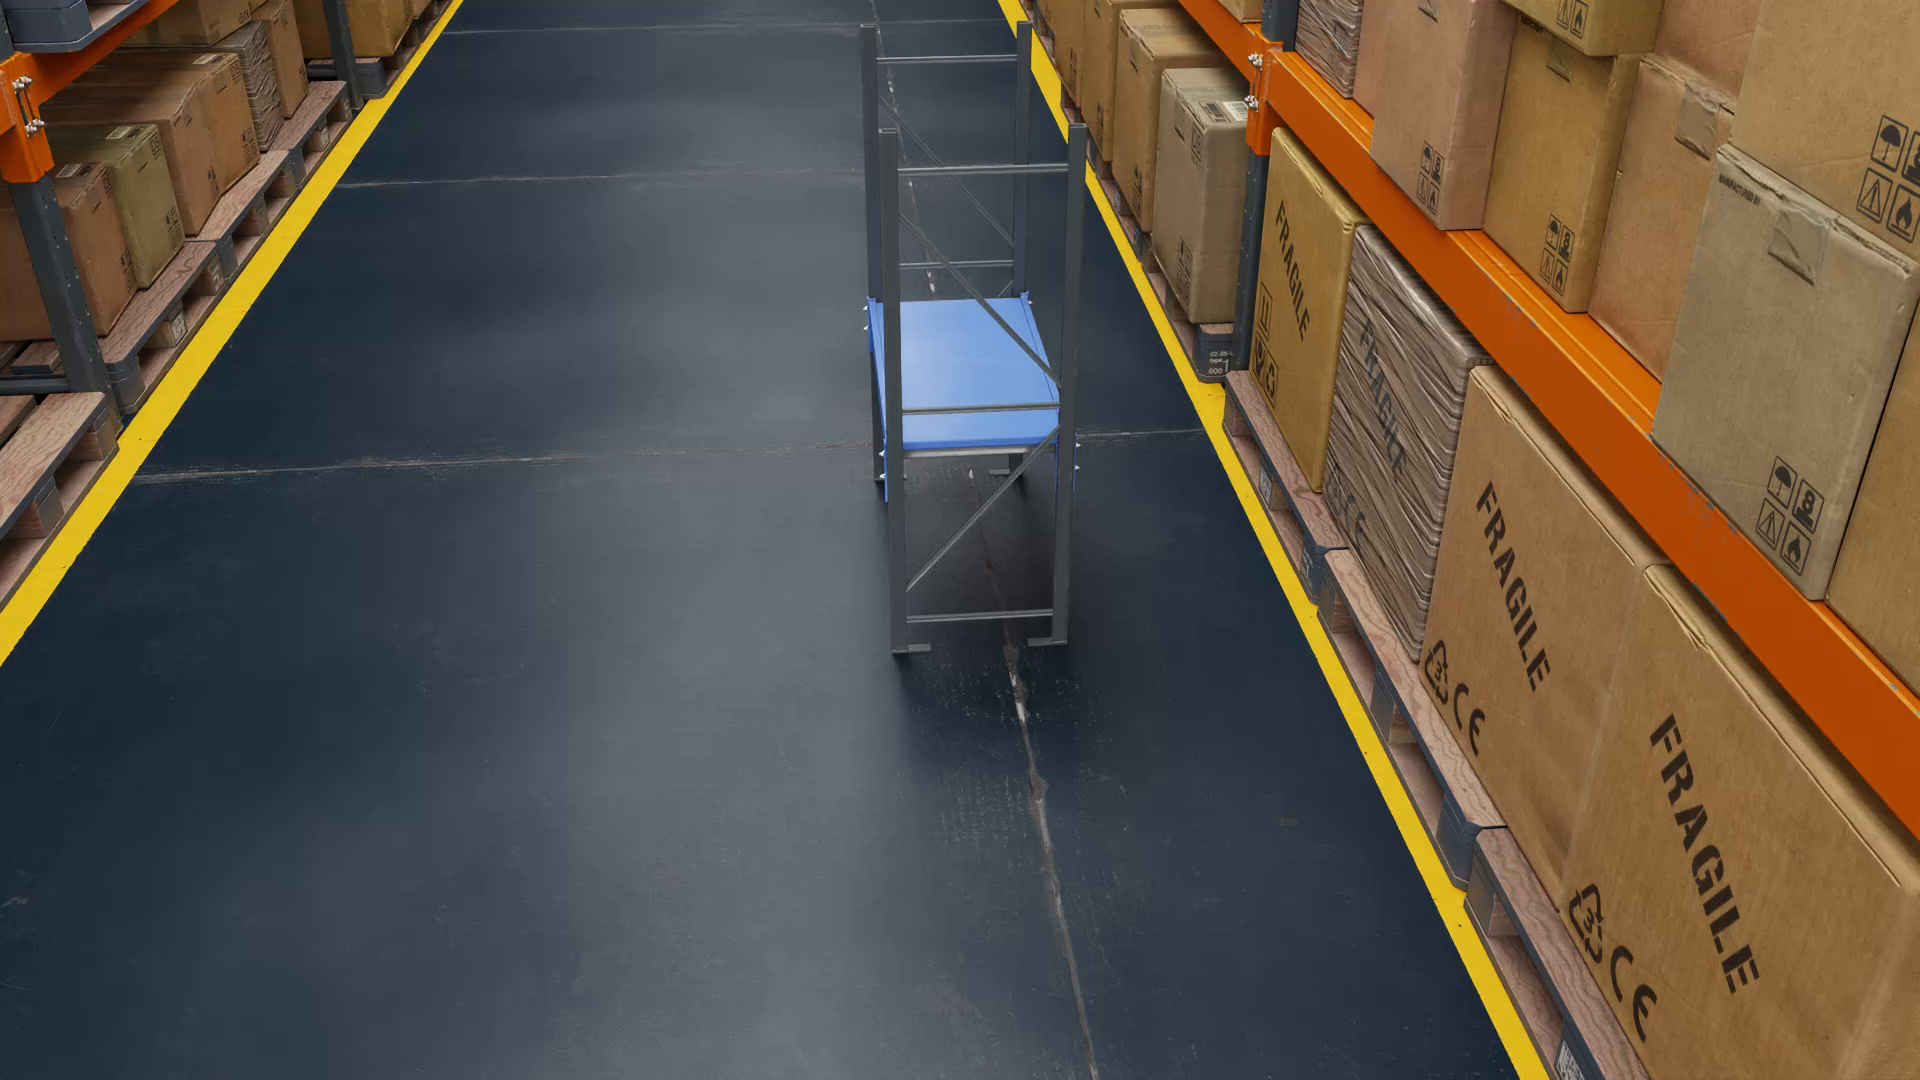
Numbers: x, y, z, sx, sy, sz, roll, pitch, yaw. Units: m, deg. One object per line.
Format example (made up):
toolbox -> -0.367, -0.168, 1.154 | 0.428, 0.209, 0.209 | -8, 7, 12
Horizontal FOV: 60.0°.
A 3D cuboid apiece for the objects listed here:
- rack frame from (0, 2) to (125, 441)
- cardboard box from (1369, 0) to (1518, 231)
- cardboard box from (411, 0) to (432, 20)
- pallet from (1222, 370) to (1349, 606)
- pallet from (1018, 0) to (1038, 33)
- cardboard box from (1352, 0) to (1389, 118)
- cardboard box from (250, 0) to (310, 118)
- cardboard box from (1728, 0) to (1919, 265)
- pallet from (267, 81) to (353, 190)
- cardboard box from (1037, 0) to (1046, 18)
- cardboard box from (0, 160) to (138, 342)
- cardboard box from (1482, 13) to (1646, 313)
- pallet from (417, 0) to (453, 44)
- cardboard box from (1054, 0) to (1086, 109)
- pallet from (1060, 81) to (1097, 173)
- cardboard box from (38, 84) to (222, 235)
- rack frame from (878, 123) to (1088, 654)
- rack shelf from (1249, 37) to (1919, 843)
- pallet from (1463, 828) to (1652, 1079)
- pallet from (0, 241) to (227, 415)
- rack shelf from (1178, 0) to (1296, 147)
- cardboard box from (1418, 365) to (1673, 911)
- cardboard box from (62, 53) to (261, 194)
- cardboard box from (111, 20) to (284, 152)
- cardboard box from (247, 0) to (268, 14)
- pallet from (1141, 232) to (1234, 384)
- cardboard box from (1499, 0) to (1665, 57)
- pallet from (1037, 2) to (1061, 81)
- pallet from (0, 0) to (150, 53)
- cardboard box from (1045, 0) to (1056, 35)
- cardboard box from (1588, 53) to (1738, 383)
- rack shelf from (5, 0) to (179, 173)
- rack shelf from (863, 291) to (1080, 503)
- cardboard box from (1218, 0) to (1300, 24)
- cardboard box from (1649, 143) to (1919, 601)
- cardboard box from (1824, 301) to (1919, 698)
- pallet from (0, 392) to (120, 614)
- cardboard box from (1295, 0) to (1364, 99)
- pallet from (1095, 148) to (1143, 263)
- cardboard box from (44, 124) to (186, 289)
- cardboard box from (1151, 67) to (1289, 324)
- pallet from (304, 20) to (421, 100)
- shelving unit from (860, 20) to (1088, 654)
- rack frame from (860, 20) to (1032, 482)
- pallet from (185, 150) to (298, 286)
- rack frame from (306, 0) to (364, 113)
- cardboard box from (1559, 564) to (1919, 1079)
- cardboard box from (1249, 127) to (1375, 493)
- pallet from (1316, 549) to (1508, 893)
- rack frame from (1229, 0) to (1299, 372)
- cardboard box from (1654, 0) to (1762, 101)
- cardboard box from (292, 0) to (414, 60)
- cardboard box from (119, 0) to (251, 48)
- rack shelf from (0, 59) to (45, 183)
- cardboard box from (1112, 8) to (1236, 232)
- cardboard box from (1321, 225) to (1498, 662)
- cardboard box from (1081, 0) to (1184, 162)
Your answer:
rack frame -> -3.460, -1.625, 5.045 | 1.000, 3.000, 0.127 | -3, 31, -5
cardboard box -> 1.542, -1.126, 4.064 | 0.875, 0.550, 0.550 | -3, 31, -5
cardboard box -> -3.953, -3.744, 10.255 | 1.225, 0.875, 0.875 | -3, 31, -4
pallet -> 1.481, -0.222, 5.415 | 1.003, 0.211, 1.213 | -3, 31, -5
pallet -> 0.932, -3.676, 11.199 | 1.003, 0.211, 1.213 | -3, 31, -5
cardboard box -> 1.608, -1.408, 4.535 | 0.875, 0.550, 0.550 | -3, 31, -5
cardboard box -> -3.751, -2.441, 8.421 | 0.700, 0.500, 0.500 | -4, 31, -7
cardboard box -> 1.722, -0.764, 2.405 | 0.875, 0.550, 0.550 | -3, 31, -5
pallet -> -3.762, -2.071, 8.511 | 1.003, 0.211, 1.213 | -3, 31, -5
cardboard box -> 0.748, -3.549, 10.294 | 0.500, 0.500, 0.500 | -2, 31, -3
cardboard box -> -3.496, -1.055, 6.099 | 0.700, 0.500, 0.500 | -5, 31, -8
cardboard box -> 1.691, -0.860, 3.619 | 0.875, 0.550, 0.500 | -3, 31, -5
pallet -> -3.943, -3.497, 10.899 | 1.003, 0.211, 1.213 | -3, 31, -5
cardboard box -> 1.082, -2.752, 8.717 | 1.050, 0.750, 0.750 | -3, 31, -5
pallet -> 1.113, -2.250, 8.810 | 1.003, 0.211, 1.213 | -3, 31, -5
cardboard box -> -3.574, -1.585, 6.987 | 0.700, 0.500, 0.500 | -5, 31, -9
rack frame -> 0.055, -0.341, 4.358 | 0.500, 1.500, 0.032 | -3, 31, -5
rack shelf -> 1.675, -0.481, 3.831 | 1.077, 0.370, 4.000 | -3, 31, -5
pallet -> 1.709, 1.024, 3.329 | 1.003, 0.211, 1.213 | -3, 31, -5
pallet -> -3.534, -0.825, 6.425 | 1.003, 0.211, 1.213 | -3, 31, -5
rack shelf -> 1.301, -2.523, 7.250 | 1.077, 0.370, 4.000 | -3, 31, -5
cardboard box -> 1.648, 0.171, 3.701 | 0.875, 0.875, 0.875 | -3, 31, -5
cardboard box -> -3.627, -1.870, 7.464 | 0.700, 0.500, 0.500 | 0, 31, 0
cardboard box -> -3.686, -2.159, 7.948 | 0.700, 0.500, 0.500 | -5, 31, -9
cardboard box -> -3.741, -2.764, 8.229 | 0.500, 0.250, 0.500 | -2, 31, -3
pallet -> 1.341, -1.004, 6.725 | 1.003, 0.211, 1.213 | -3, 31, -5
cardboard box -> 1.626, -1.321, 3.337 | 0.875, 0.550, 0.500 | -3, 31, -5
pallet -> 1.043, -3.055, 10.158 | 1.003, 0.211, 1.213 | -3, 31, -5
pallet -> -3.386, -1.939, 5.759 | 1.003, 0.211, 1.213 | -3, 31, -5
cardboard box -> 0.793, -3.283, 9.850 | 0.500, 0.500, 0.500 | -3, 31, -5
cardboard box -> 1.782, -0.592, 3.169 | 0.875, 0.550, 0.550 | -3, 31, -5
rack shelf -> -3.647, -2.337, 6.939 | 1.077, 0.370, 4.000 | -3, 31, -5
rack shelf -> 0.008, -0.446, 4.885 | 0.538, 0.185, 1.000 | -3, 31, -5
cardboard box -> 1.173, -2.107, 5.755 | 0.500, 0.500, 0.500 | -3, 31, -5
cardboard box -> 1.709, -0.300, 2.681 | 0.875, 0.550, 0.550 | -3, 31, -5
cardboard box -> 1.782, -0.020, 2.212 | 0.875, 0.550, 0.550 | -3, 31, -5
pallet -> -3.362, -0.086, 5.189 | 1.003, 0.211, 1.213 | -3, 31, -5
cardboard box -> 1.534, -1.687, 5.003 | 0.875, 0.550, 0.550 | -3, 31, -5
pallet -> 1.224, -1.628, 7.770 | 1.003, 0.211, 1.213 | -3, 31, -5
cardboard box -> -3.521, -1.299, 6.509 | 0.700, 0.500, 0.500 | -3, 31, -5
cardboard box -> 1.340, -1.338, 6.349 | 1.050, 0.750, 0.750 | -3, 31, -5
pallet -> -3.832, -2.876, 9.859 | 1.003, 0.211, 1.213 | -3, 31, -5
shelving unit -> 0.008, -0.600, 4.792 | 0.538, 1.500, 1.048 | -3, 31, -5
rack frame -> -0.040, -0.860, 5.227 | 0.500, 1.500, 0.032 | -3, 31, -5
pallet -> -3.651, -1.449, 7.470 | 1.003, 0.211, 1.213 | -3, 31, -5
rack frame -> -3.833, -3.667, 8.464 | 1.000, 3.000, 0.127 | -3, 31, -5
cardboard box -> 1.733, 0.620, 2.949 | 0.875, 0.875, 0.875 | -3, 31, -4
cardboard box -> 1.477, -0.754, 5.250 | 0.875, 0.875, 0.875 | -2, 31, -4
pallet -> 1.598, 0.403, 4.370 | 1.003, 0.211, 1.213 | -3, 31, -5
rack frame -> 1.488, -1.811, 5.356 | 1.000, 3.000, 0.127 | -3, 31, -5
cardboard box -> 1.805, -1.057, 2.894 | 0.875, 0.550, 0.550 | -3, 31, -5
cardboard box -> -3.877, -3.288, 9.492 | 1.225, 0.875, 0.875 | -4, 31, -7
cardboard box -> -3.681, -2.494, 7.777 | 0.500, 0.250, 0.500 | 1, 31, 1
rack shelf -> -3.273, -0.295, 3.520 | 1.077, 0.370, 4.000 | -3, 31, -5
cardboard box -> 1.254, -1.830, 7.174 | 1.050, 0.750, 0.750 | -3, 31, -5
cardboard box -> 1.565, -0.294, 4.480 | 0.875, 0.875, 0.875 | -3, 31, -4
cardboard box -> 1.167, -2.306, 7.970 | 1.050, 0.750, 0.750 | -2, 31, -4
